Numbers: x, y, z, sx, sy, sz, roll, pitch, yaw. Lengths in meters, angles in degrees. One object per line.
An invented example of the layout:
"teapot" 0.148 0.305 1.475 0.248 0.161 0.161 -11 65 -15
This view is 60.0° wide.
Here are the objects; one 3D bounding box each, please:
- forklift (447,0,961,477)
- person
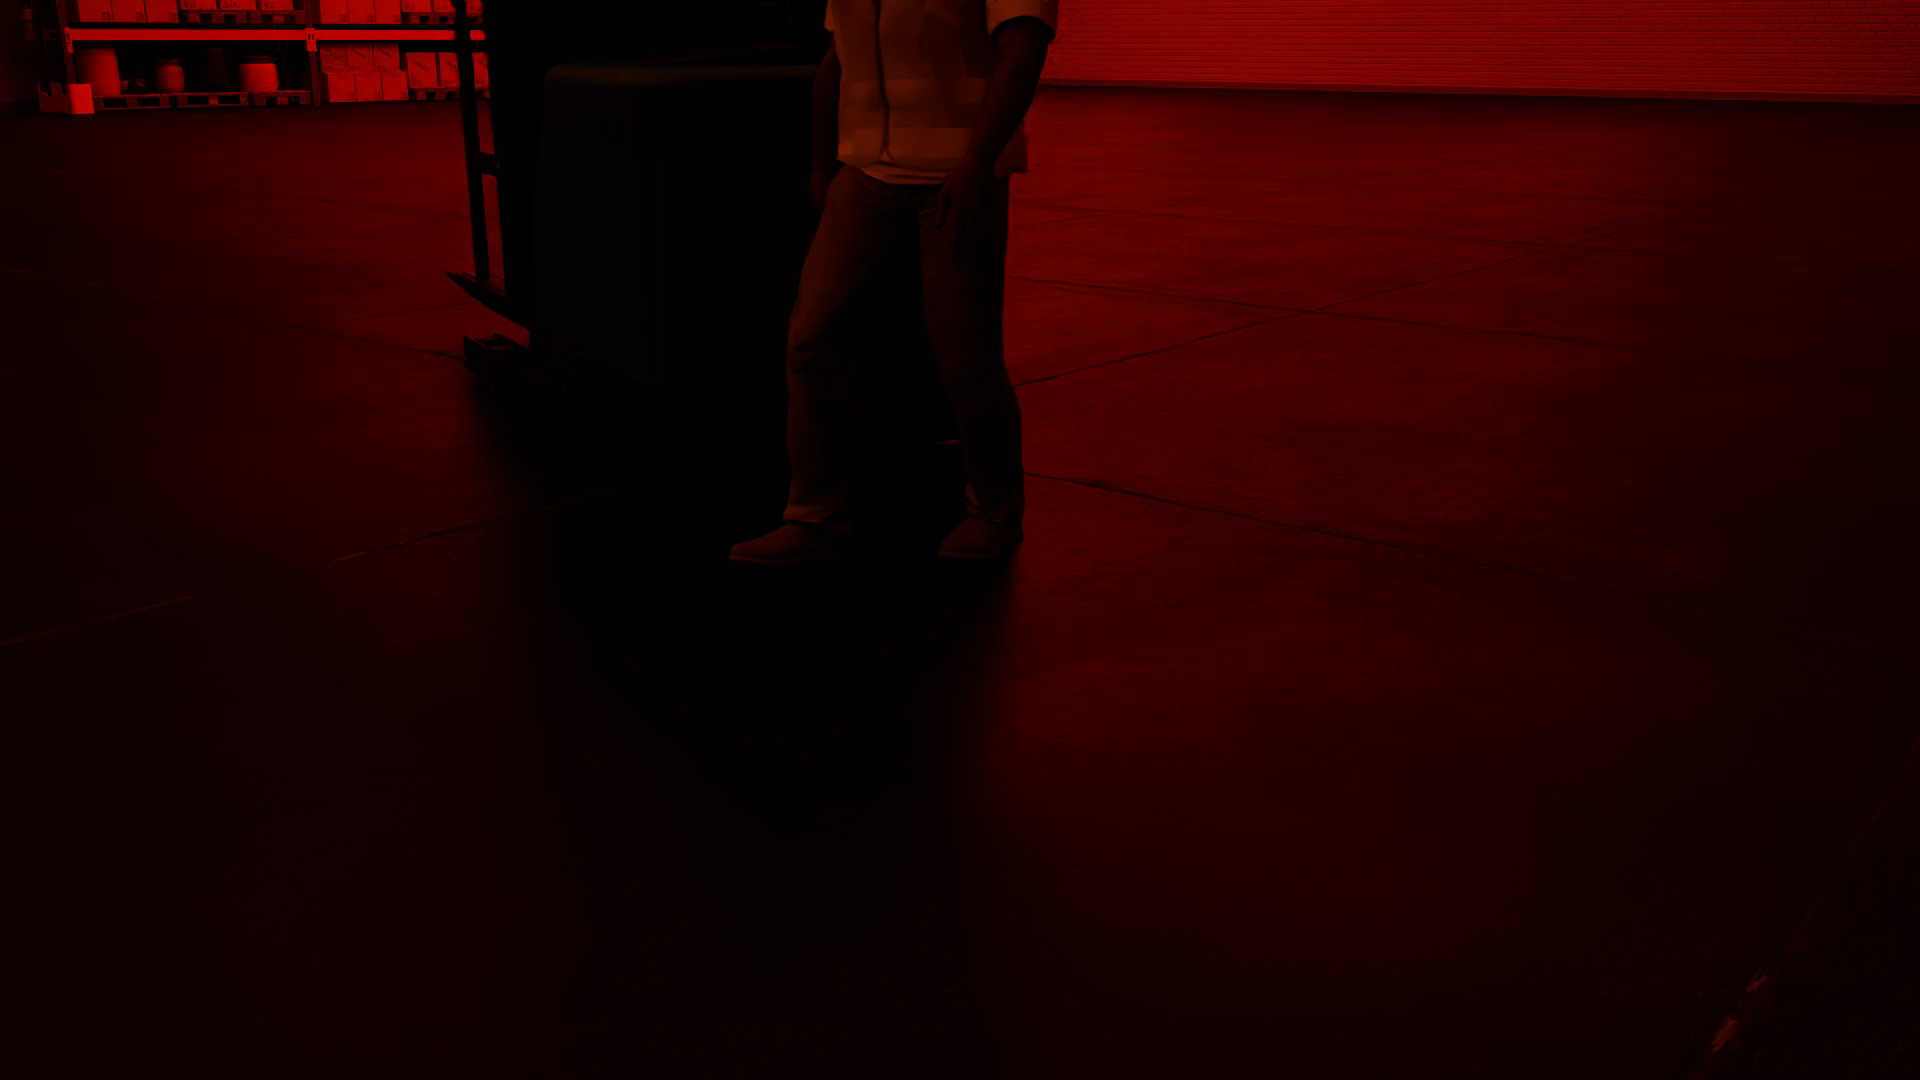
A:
"forklift" -1.050 -1.947 5.310 1.130 2.935 3.031 -9 19 -28
"person" -0.132 -0.768 3.514 0.708 1.740 0.702 11 20 33
